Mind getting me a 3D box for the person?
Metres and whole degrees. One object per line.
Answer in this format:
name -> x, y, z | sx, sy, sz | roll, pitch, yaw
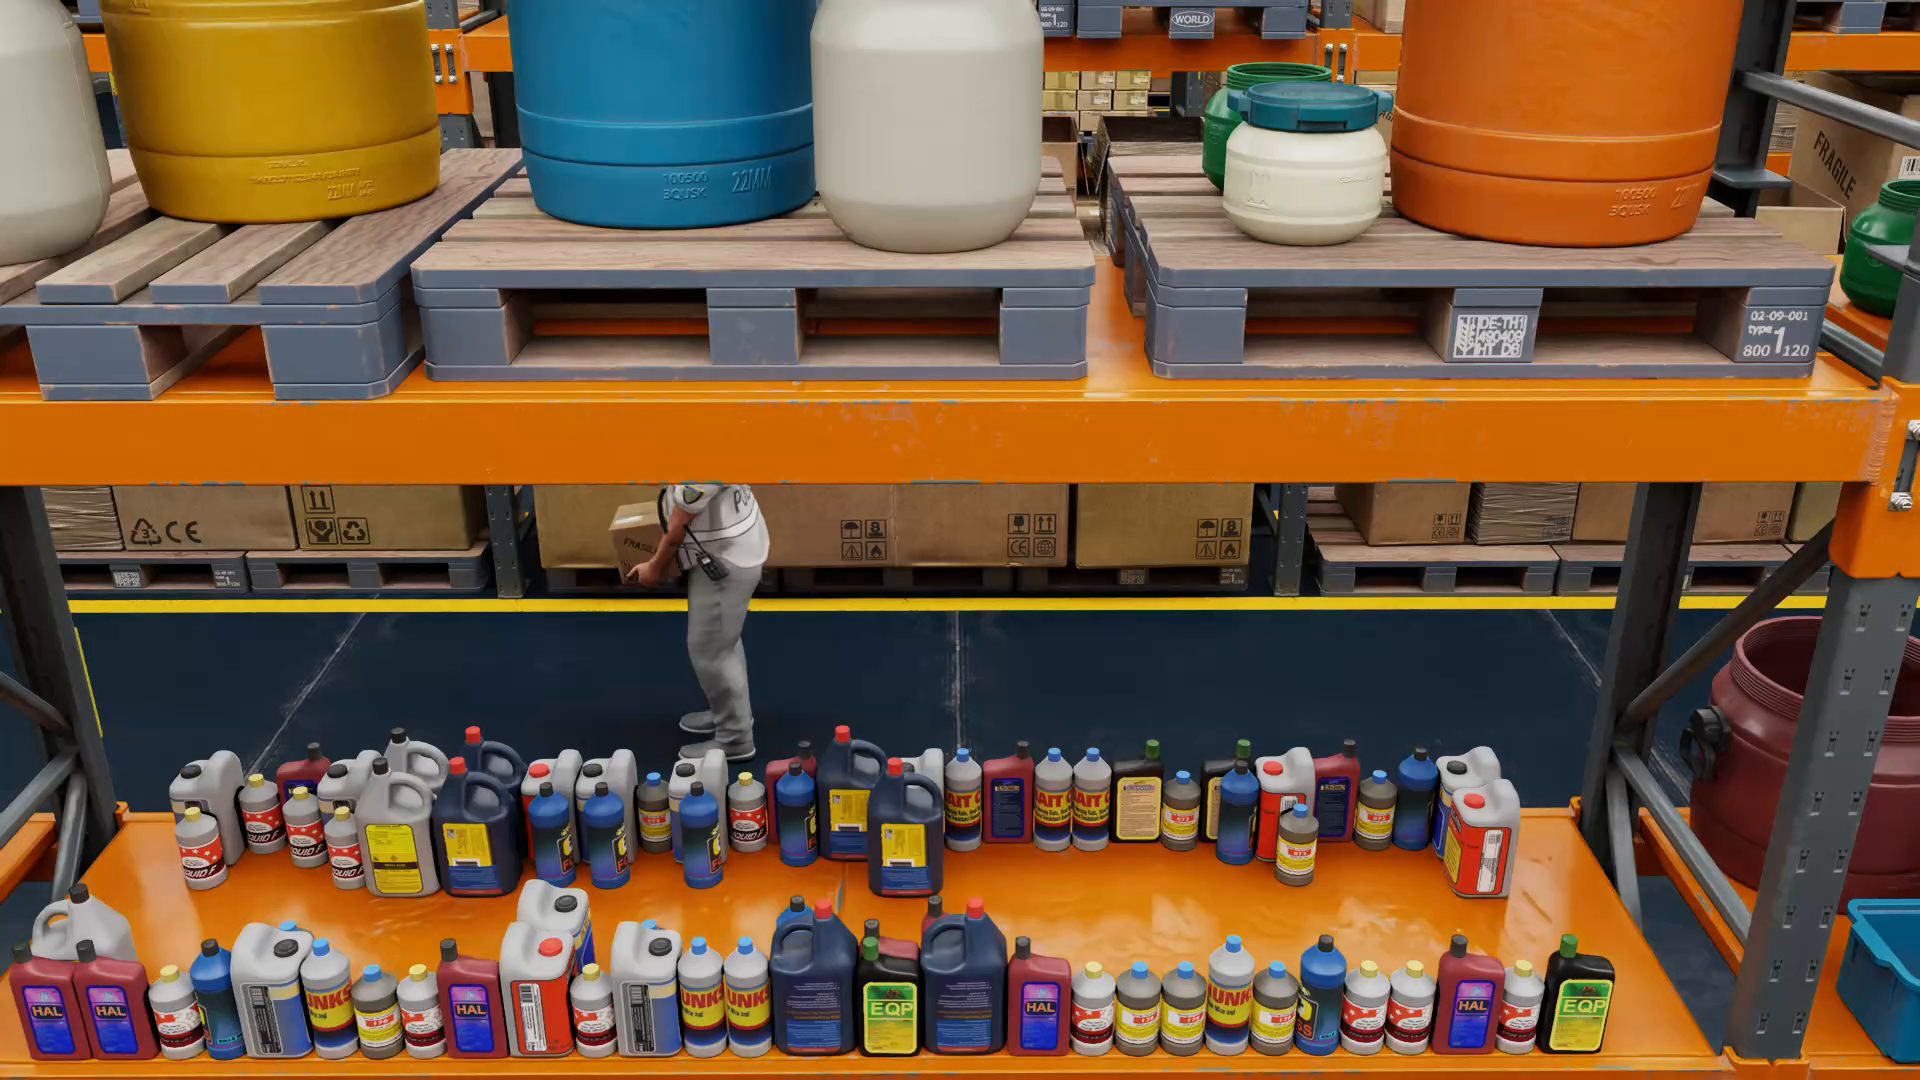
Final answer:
person -> -1.079, 0.087, 6.897 | 0.575, 1.761, 0.490 | -1, 24, -1
